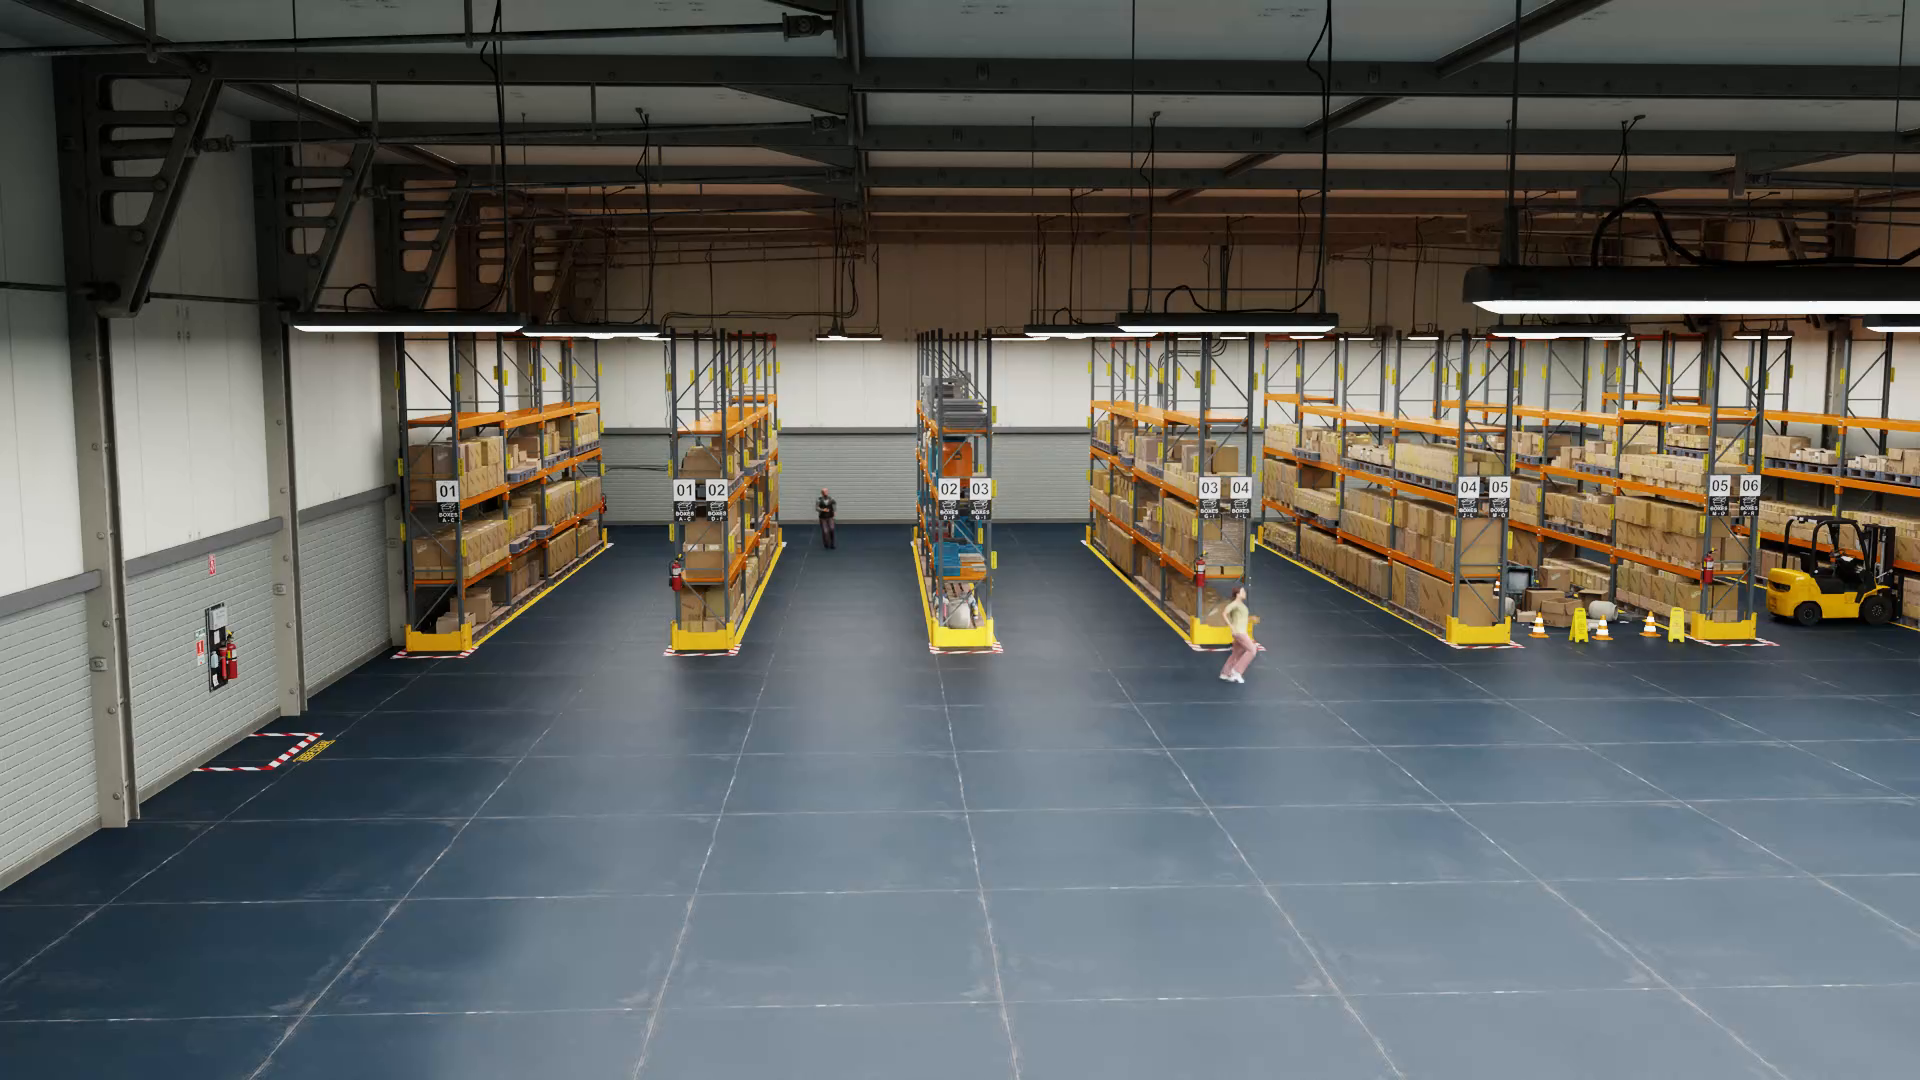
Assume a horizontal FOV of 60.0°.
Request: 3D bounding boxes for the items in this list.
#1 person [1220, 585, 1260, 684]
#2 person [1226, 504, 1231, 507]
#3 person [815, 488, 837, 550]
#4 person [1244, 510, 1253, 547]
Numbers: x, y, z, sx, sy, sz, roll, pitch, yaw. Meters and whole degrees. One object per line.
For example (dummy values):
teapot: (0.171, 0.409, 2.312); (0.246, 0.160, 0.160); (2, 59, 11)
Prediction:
person: (4.724, 1.588, 28.082); (0.656, 1.659, 0.549); (2, 7, 17)
person: (7.401, -0.708, 47.844); (0.791, 1.587, 0.745); (3, 7, 22)
person: (-3.745, -0.582, 46.443); (0.598, 1.745, 0.681); (-1, 7, -8)
person: (7.600, -0.288, 44.560); (0.560, 1.529, 0.581); (0, 7, -3)
